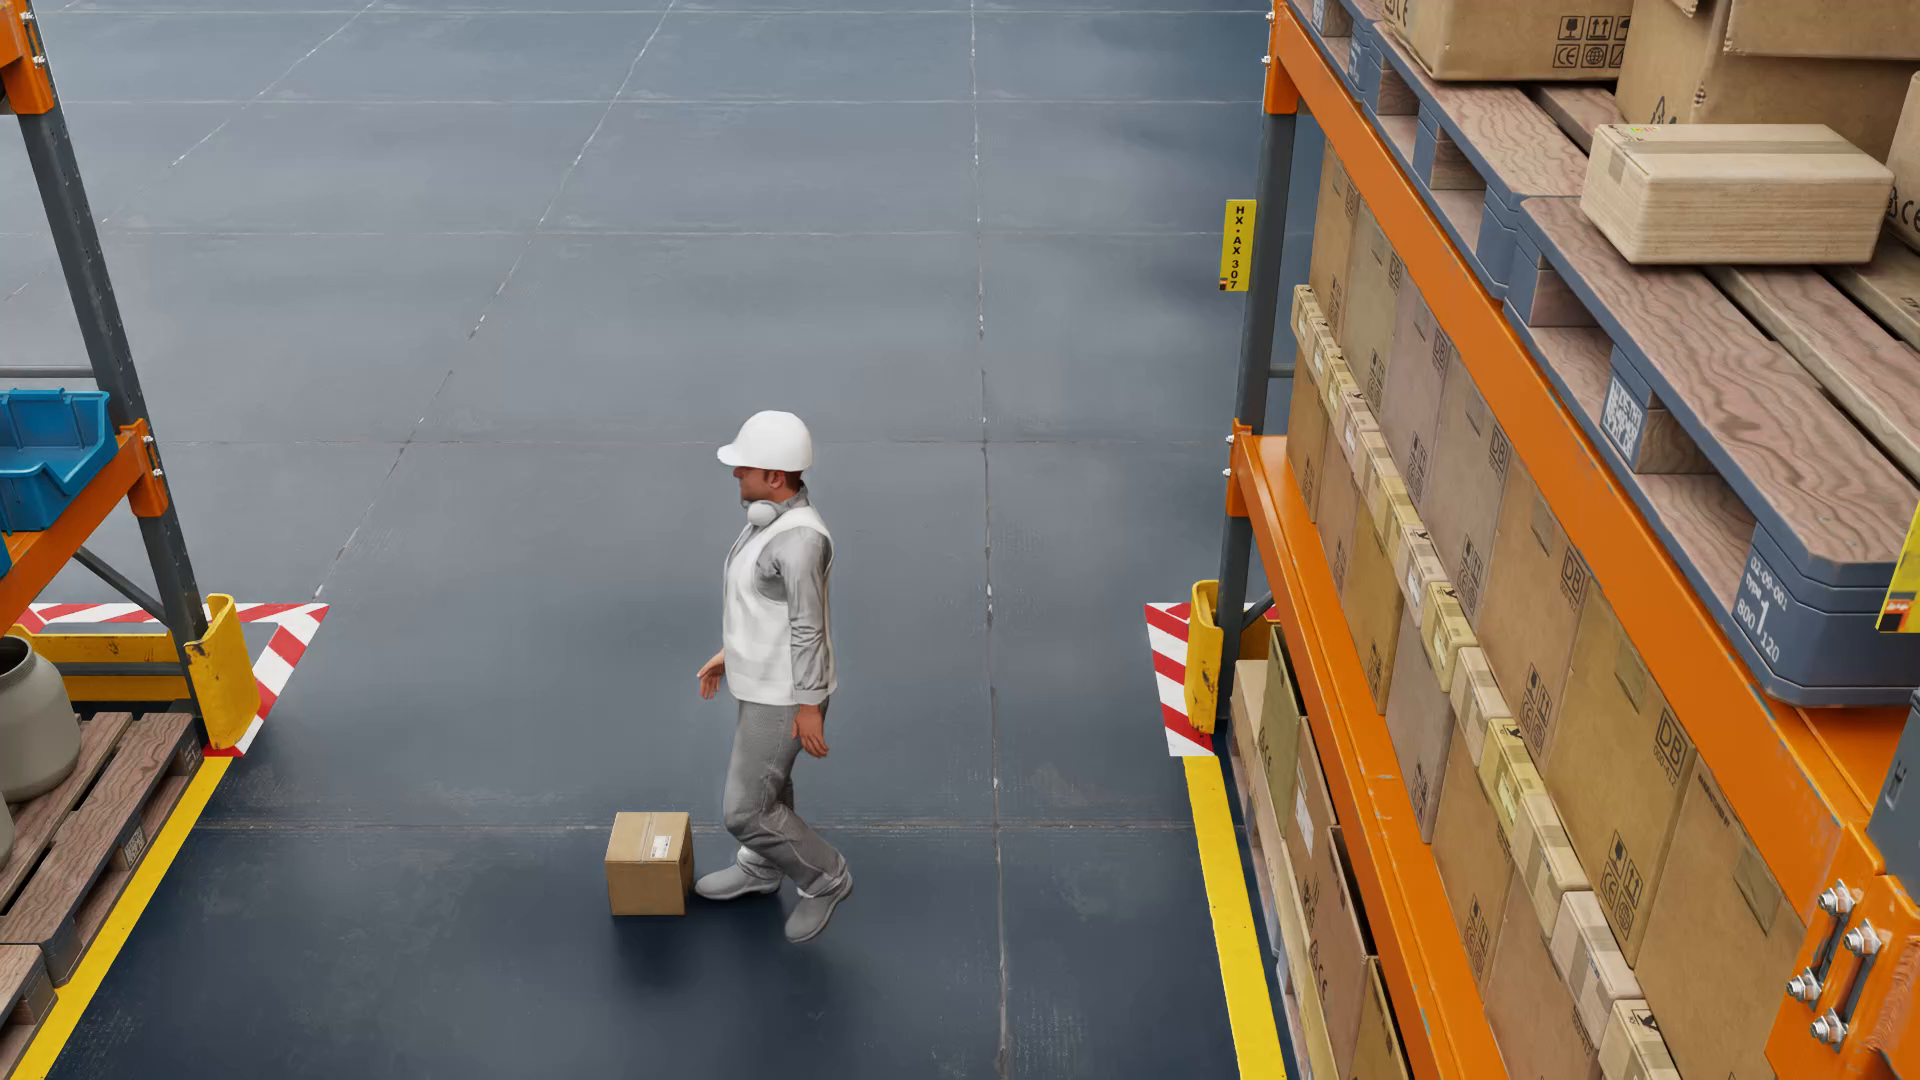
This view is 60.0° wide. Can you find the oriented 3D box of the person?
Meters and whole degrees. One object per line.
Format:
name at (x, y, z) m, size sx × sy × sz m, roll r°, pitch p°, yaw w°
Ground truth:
person at (-0.650, 0.457, 5.345) m, size 0.541 × 1.773 × 0.648 m, roll -4°, pitch 32°, yaw -7°
